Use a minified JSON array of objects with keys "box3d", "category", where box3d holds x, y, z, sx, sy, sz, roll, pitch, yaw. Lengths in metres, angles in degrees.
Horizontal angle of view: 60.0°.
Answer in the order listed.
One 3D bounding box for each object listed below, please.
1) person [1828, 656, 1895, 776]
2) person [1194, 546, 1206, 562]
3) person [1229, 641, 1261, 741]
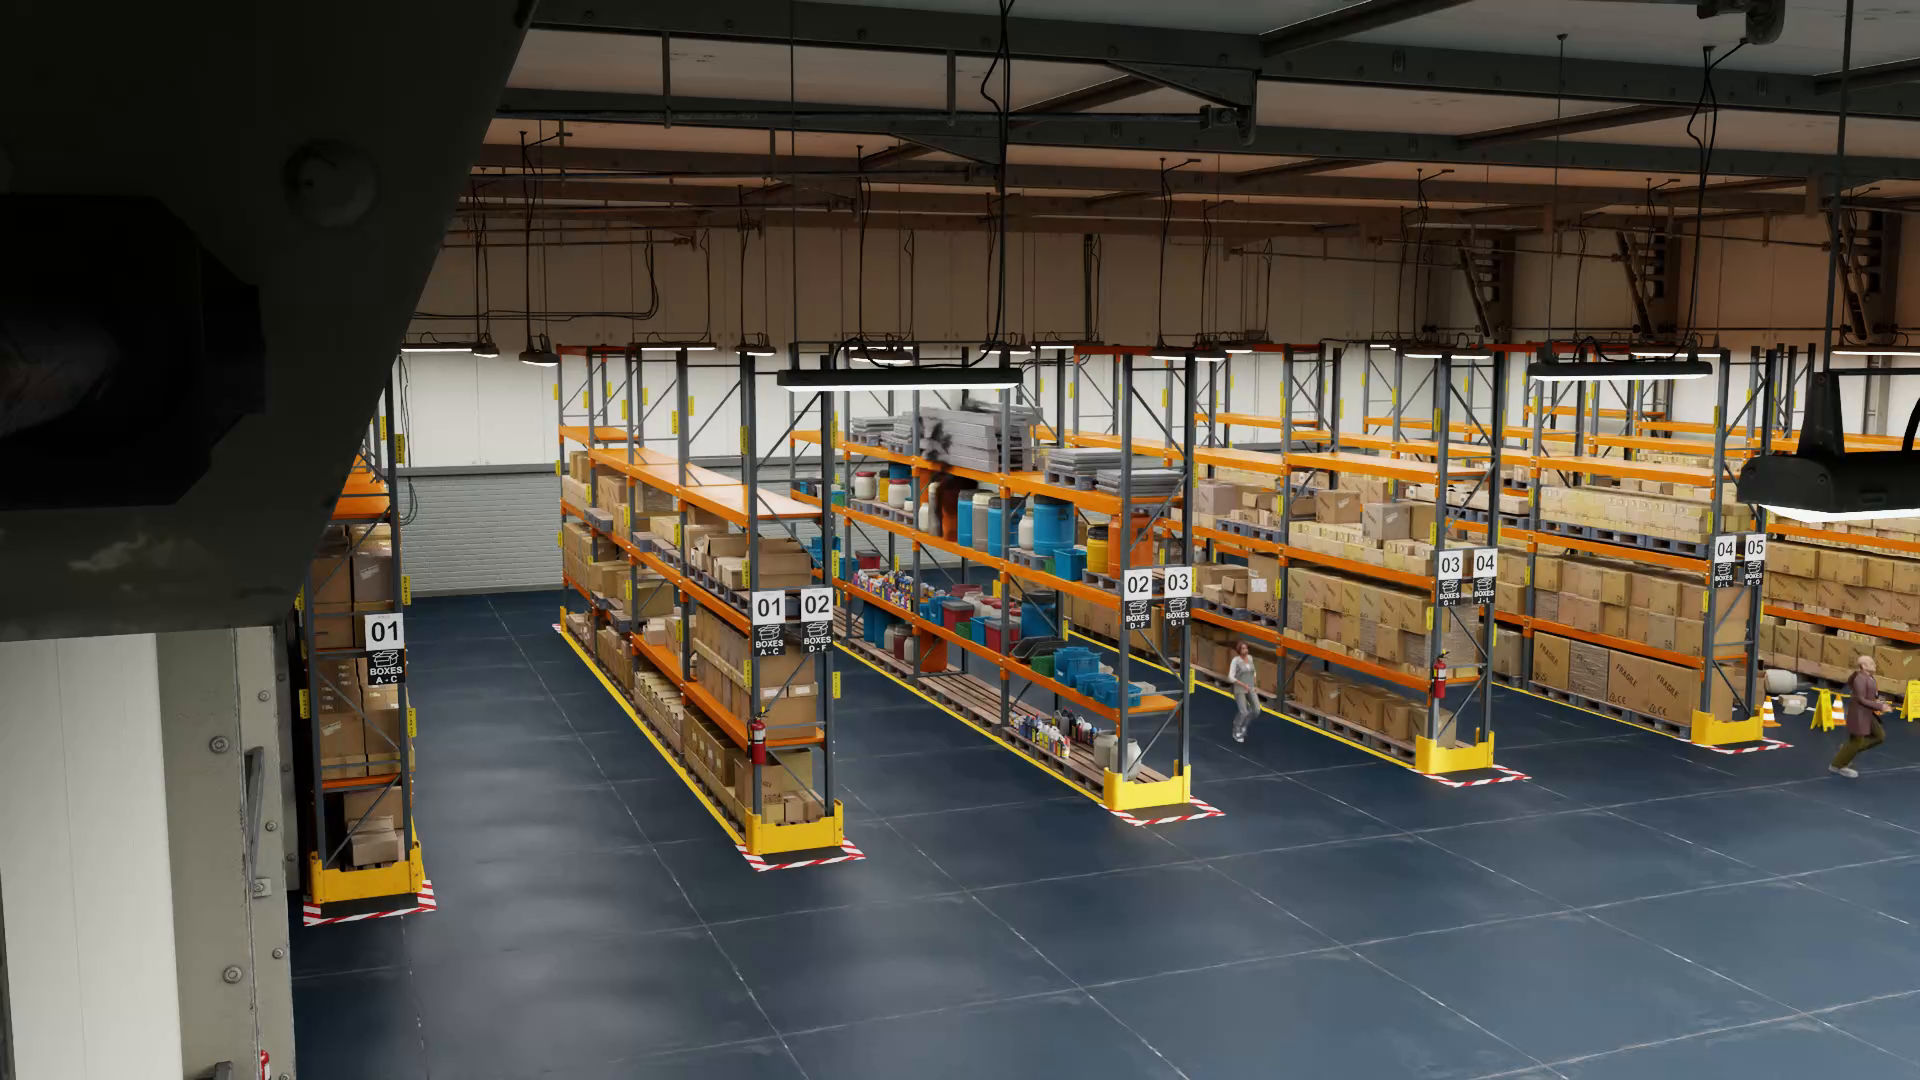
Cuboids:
[{"box3d":[12.803,2.485,23.558,0.779,1.737,0.730,6,9,38],"category":"person"},{"box3d":[5.994,0.258,41.492,0.540,1.620,0.600,-4,8,-29],"category":"person"},{"box3d":[4.377,2.327,25.503,0.553,1.558,0.541,-3,8,-25],"category":"person"}]
